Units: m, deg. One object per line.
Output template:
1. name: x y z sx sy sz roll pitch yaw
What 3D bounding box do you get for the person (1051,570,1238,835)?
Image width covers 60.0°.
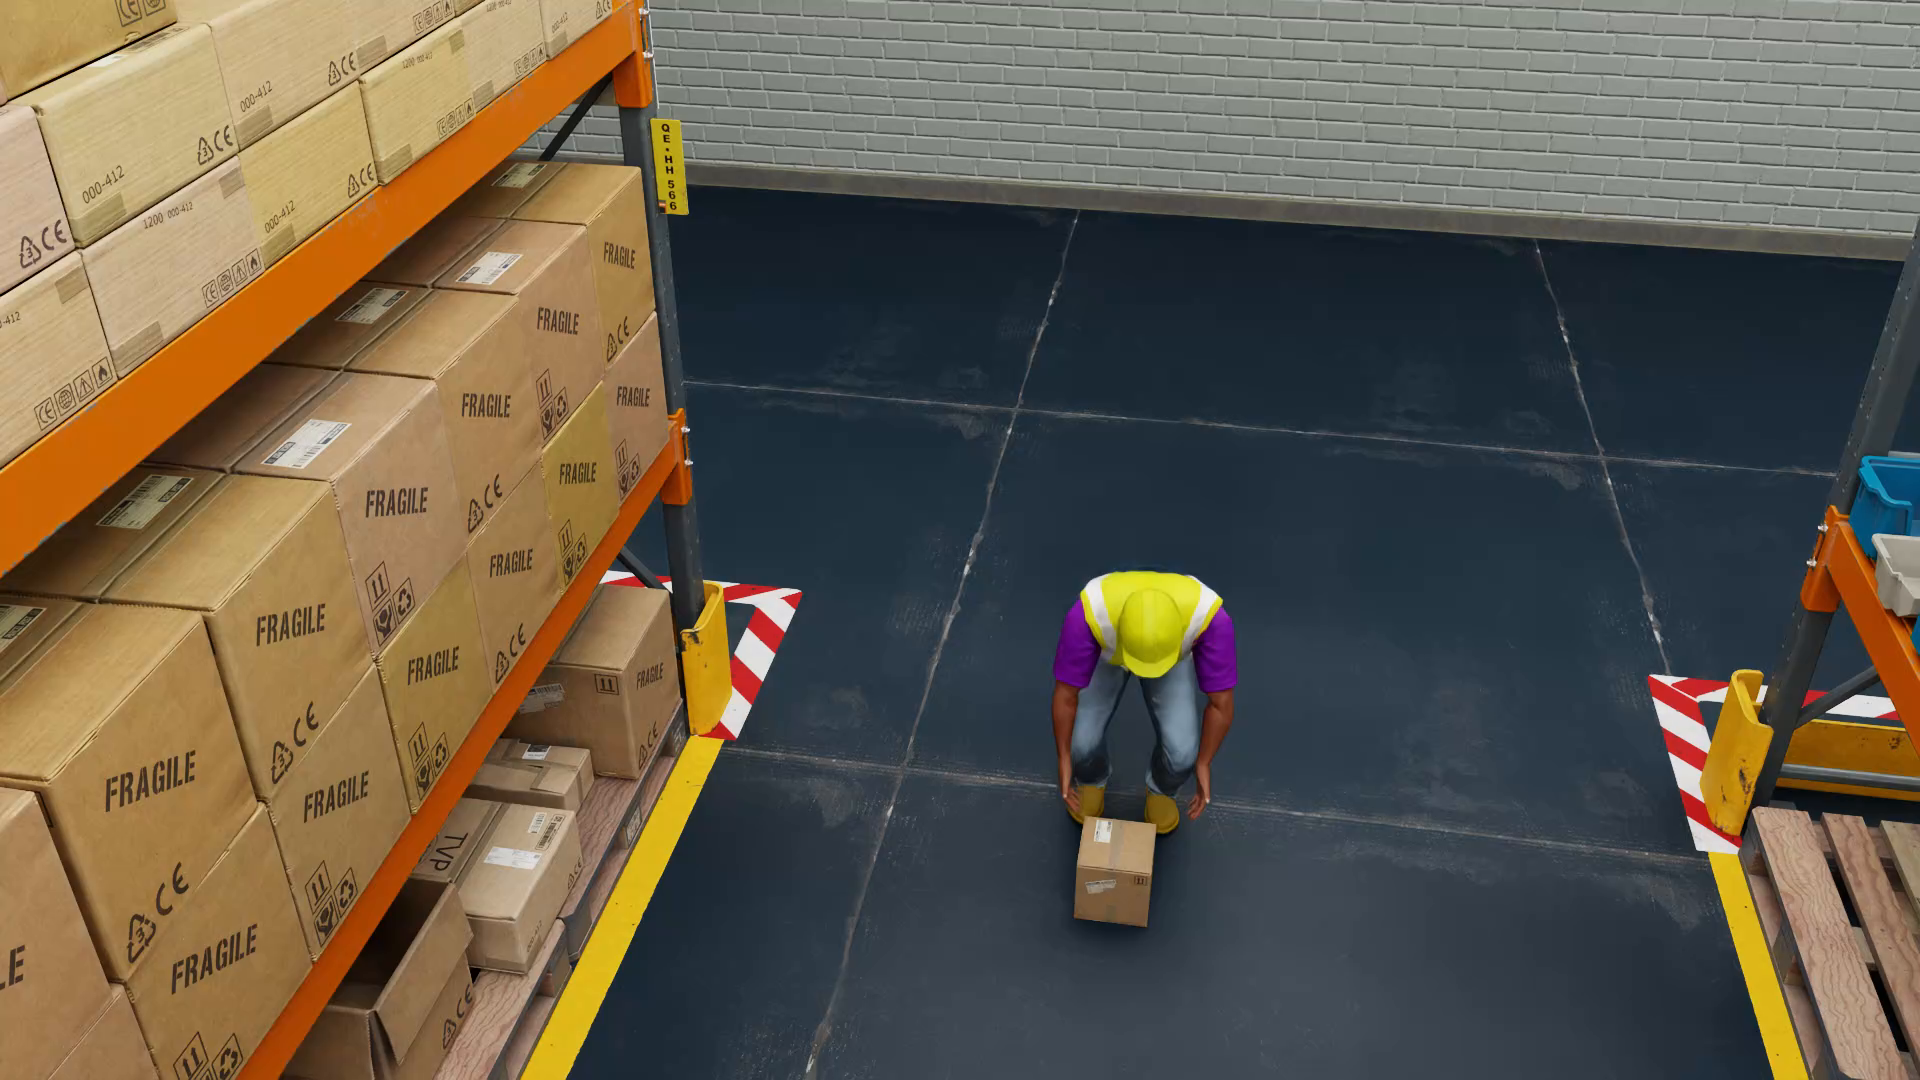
1. person: 0.645 0.523 5.794 0.622 1.224 0.838 5 33 8
